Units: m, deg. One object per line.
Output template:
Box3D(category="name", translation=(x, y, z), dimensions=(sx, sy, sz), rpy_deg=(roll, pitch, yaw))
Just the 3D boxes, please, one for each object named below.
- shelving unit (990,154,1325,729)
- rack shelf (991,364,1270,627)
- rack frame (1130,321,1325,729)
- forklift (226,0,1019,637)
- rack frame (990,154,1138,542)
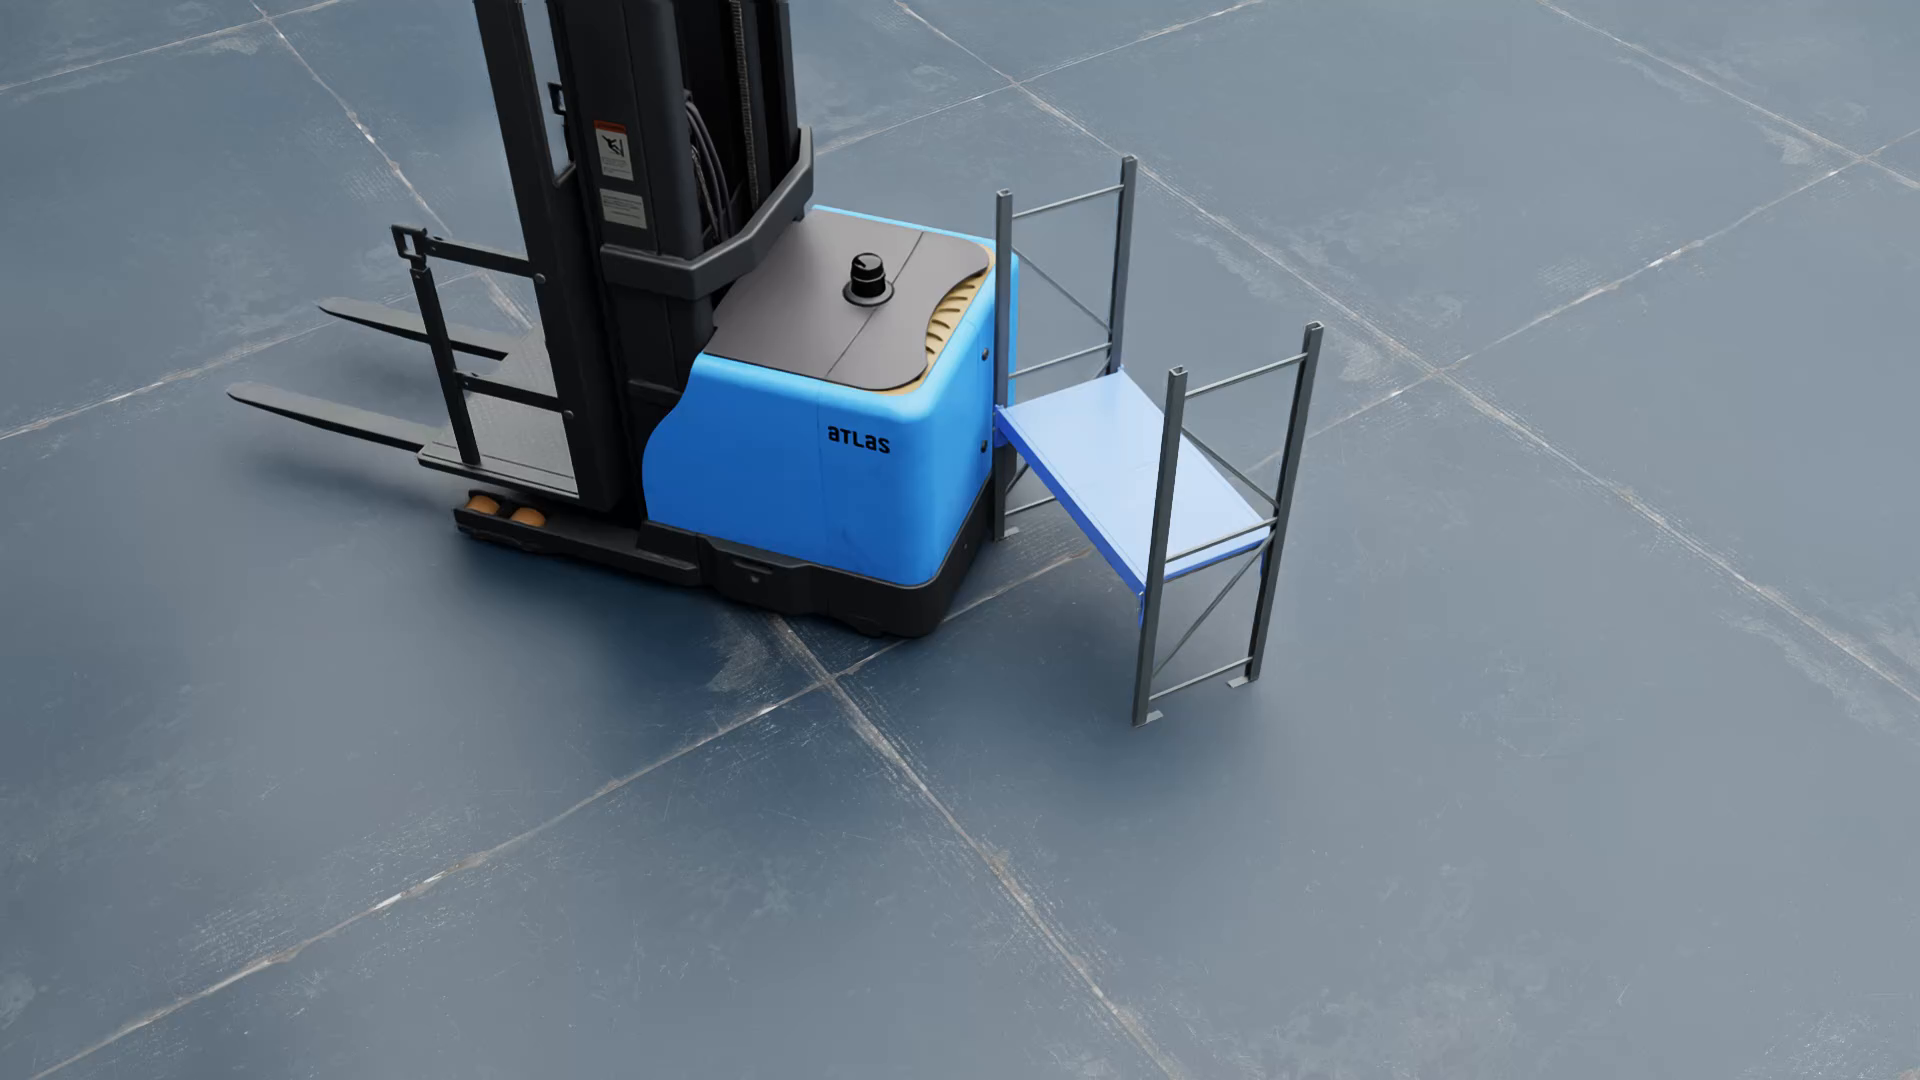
Box3D(category="shelving unit", translation=(0.574, -0.308, 5.487), dimensions=(0.538, 1.500, 1.048), rpy_deg=(-19, 47, -19))
Box3D(category="rack shelf", translation=(0.574, -0.178, 5.611), dimensions=(0.538, 0.185, 1.000), rpy_deg=(-19, 47, -19))
Box3D(category="rack frame", translation=(0.804, 0.005, 5.159), dimensions=(0.500, 1.500, 0.032), rpy_deg=(-19, 47, -19))
Box3D(category="forklift", translation=(-1.354, -1.344, 5.536), dimensions=(3.031, 2.935, 1.130), rpy_deg=(14, 45, 14))
Box3D(category="rack frame", translation=(0.345, -0.621, 5.814), dimensions=(0.500, 1.500, 0.032), rpy_deg=(-19, 47, -19))
